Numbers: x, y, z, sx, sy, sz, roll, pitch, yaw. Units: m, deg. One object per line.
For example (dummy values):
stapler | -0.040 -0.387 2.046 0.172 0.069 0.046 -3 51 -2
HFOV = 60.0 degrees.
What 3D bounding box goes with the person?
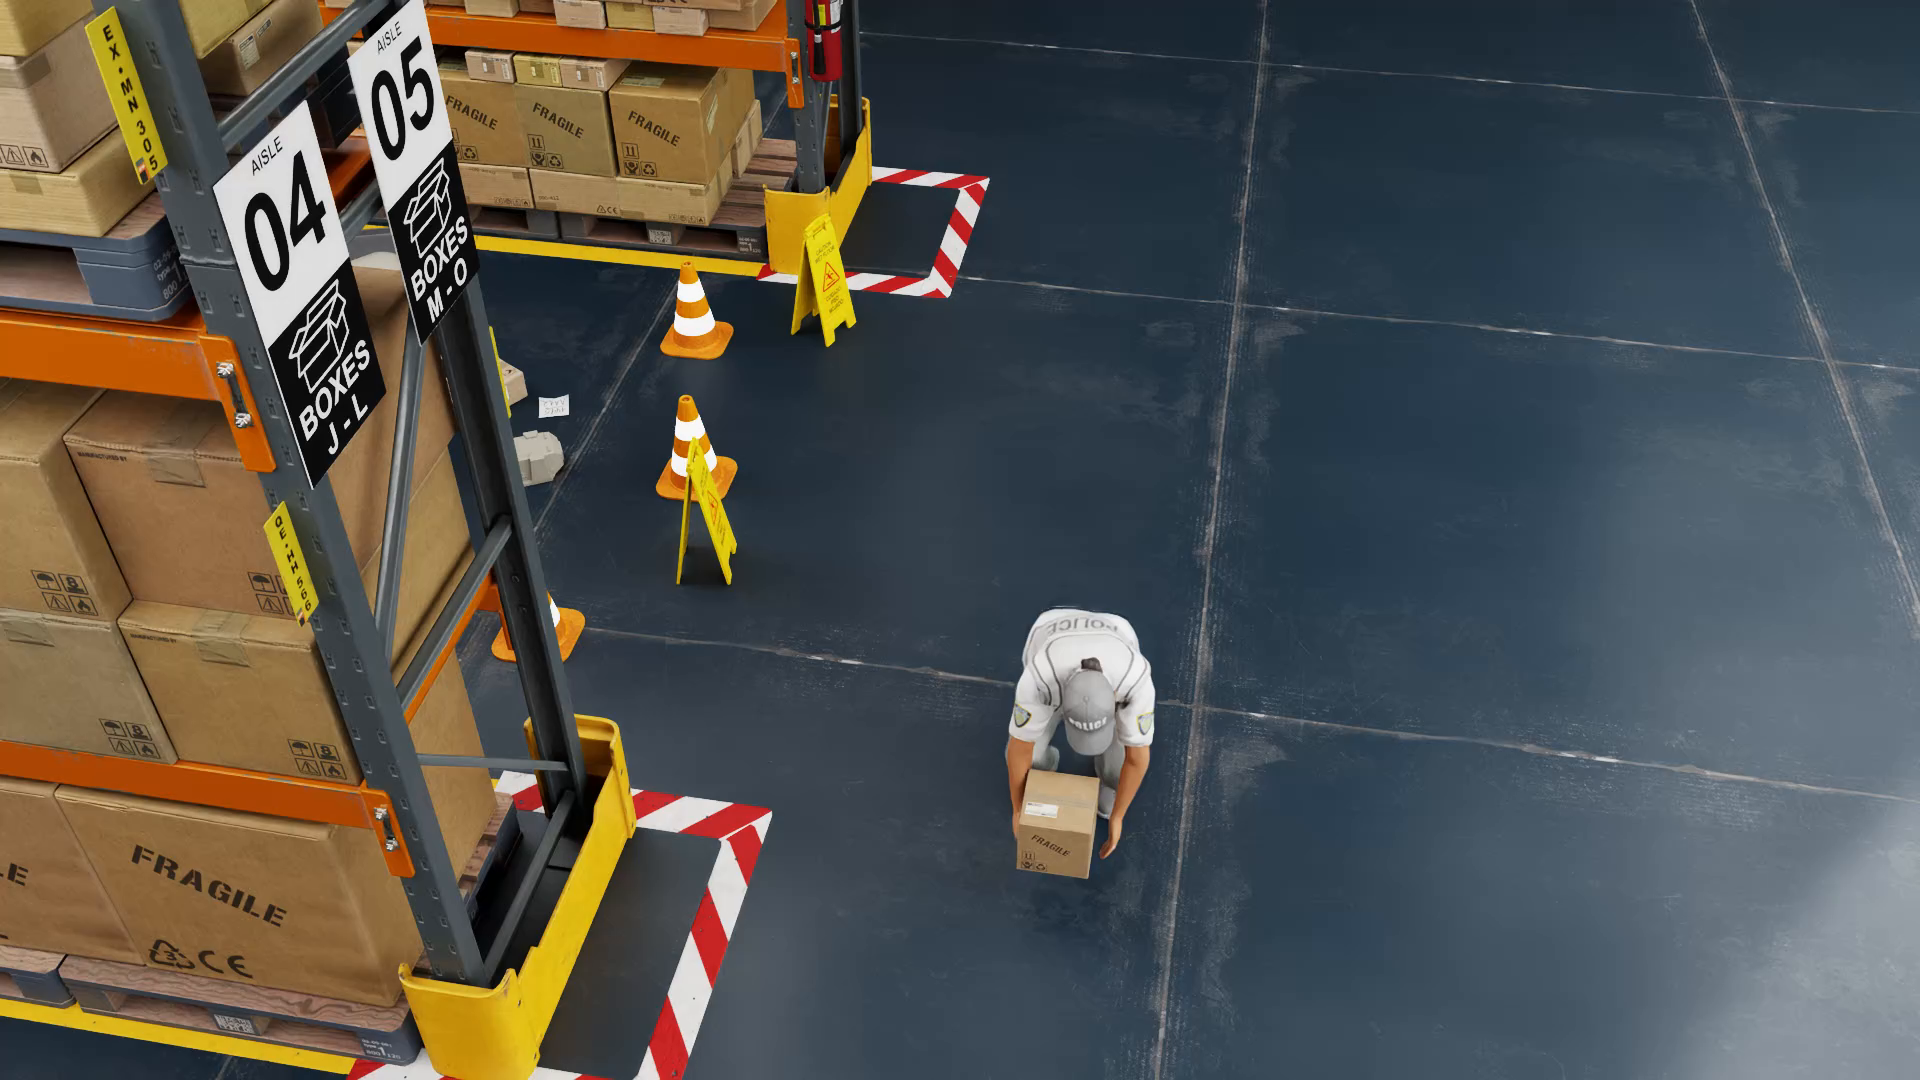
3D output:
person | 0.429 0.654 5.959 0.516 0.942 0.855 7 41 8
